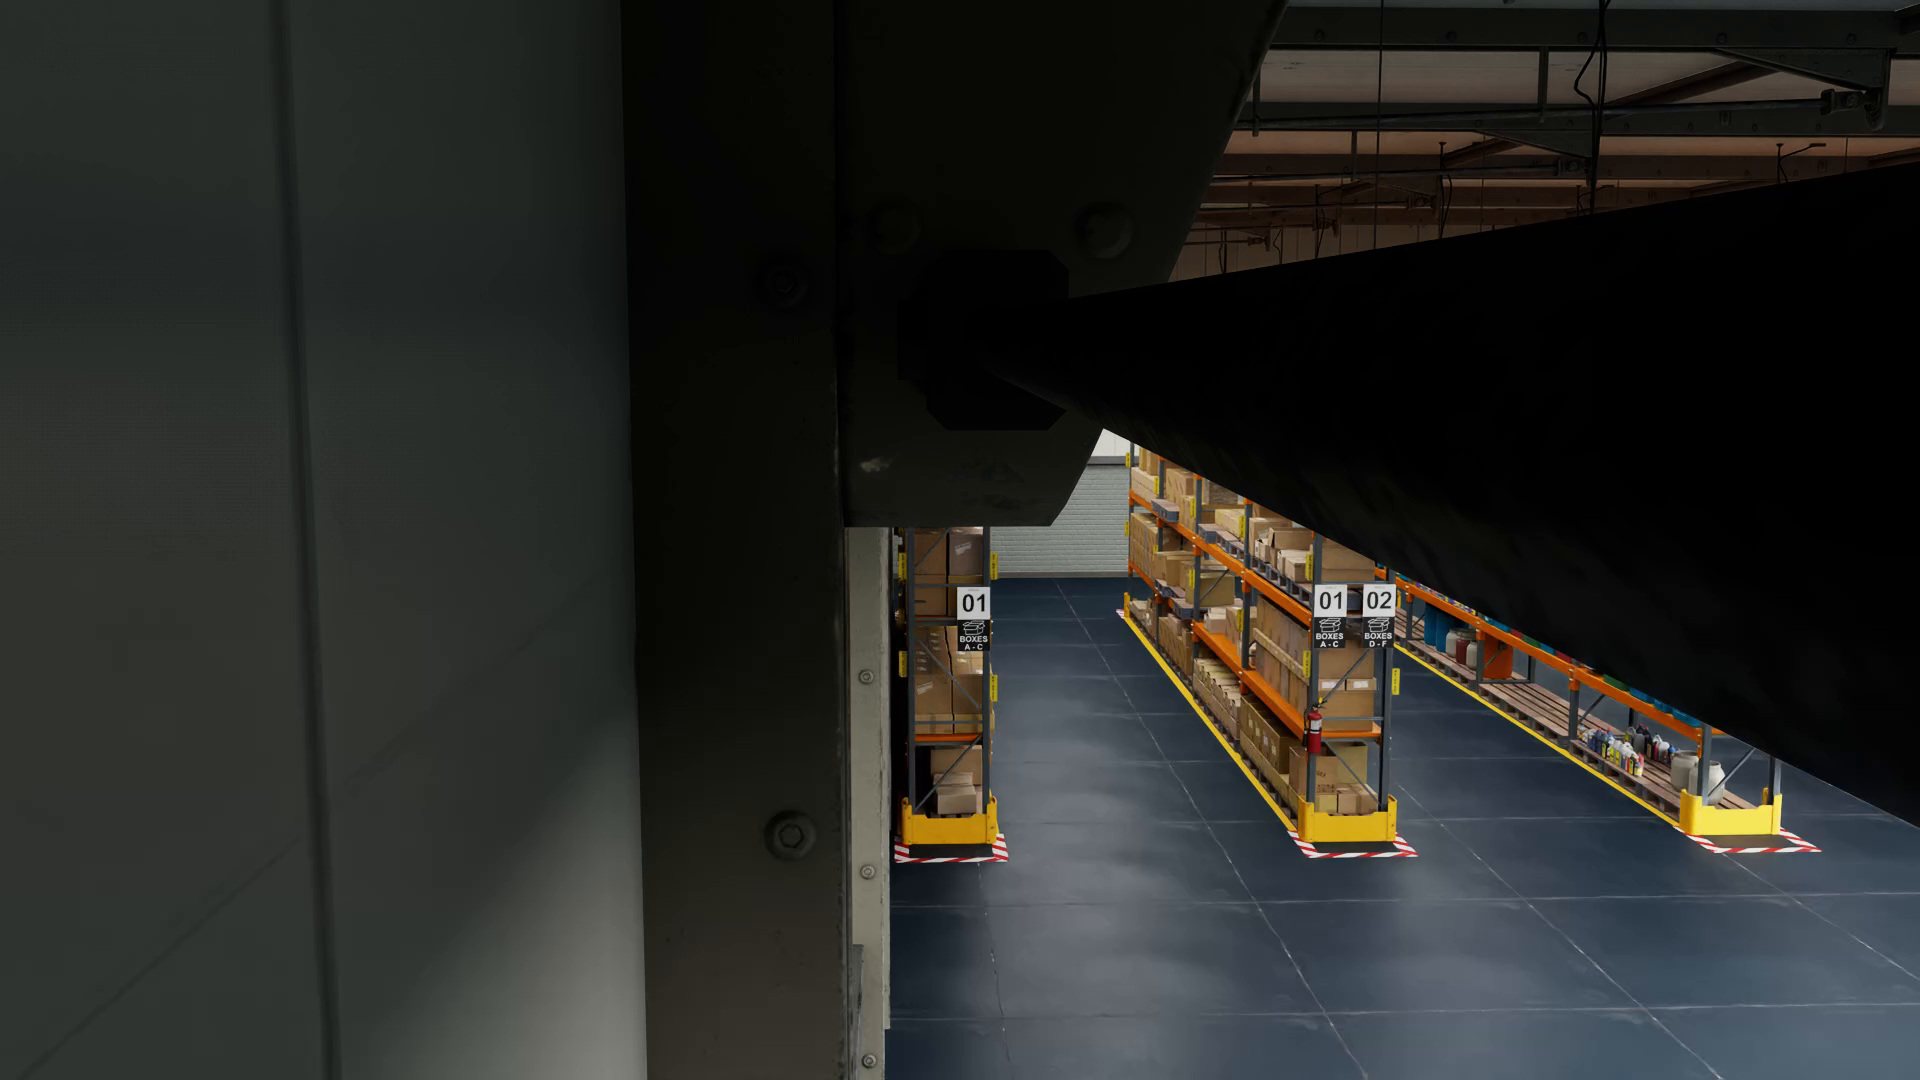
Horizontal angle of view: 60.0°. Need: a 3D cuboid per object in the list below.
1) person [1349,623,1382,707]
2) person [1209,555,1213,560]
[{"bbox_3d":[6.823,1.875,28.074,0.635,1.803,0.897,-2,7,-12],"label":"person"},{"bbox_3d":[5.439,0.643,37.987,0.684,1.669,0.544,-2,8,-16],"label":"person"}]
